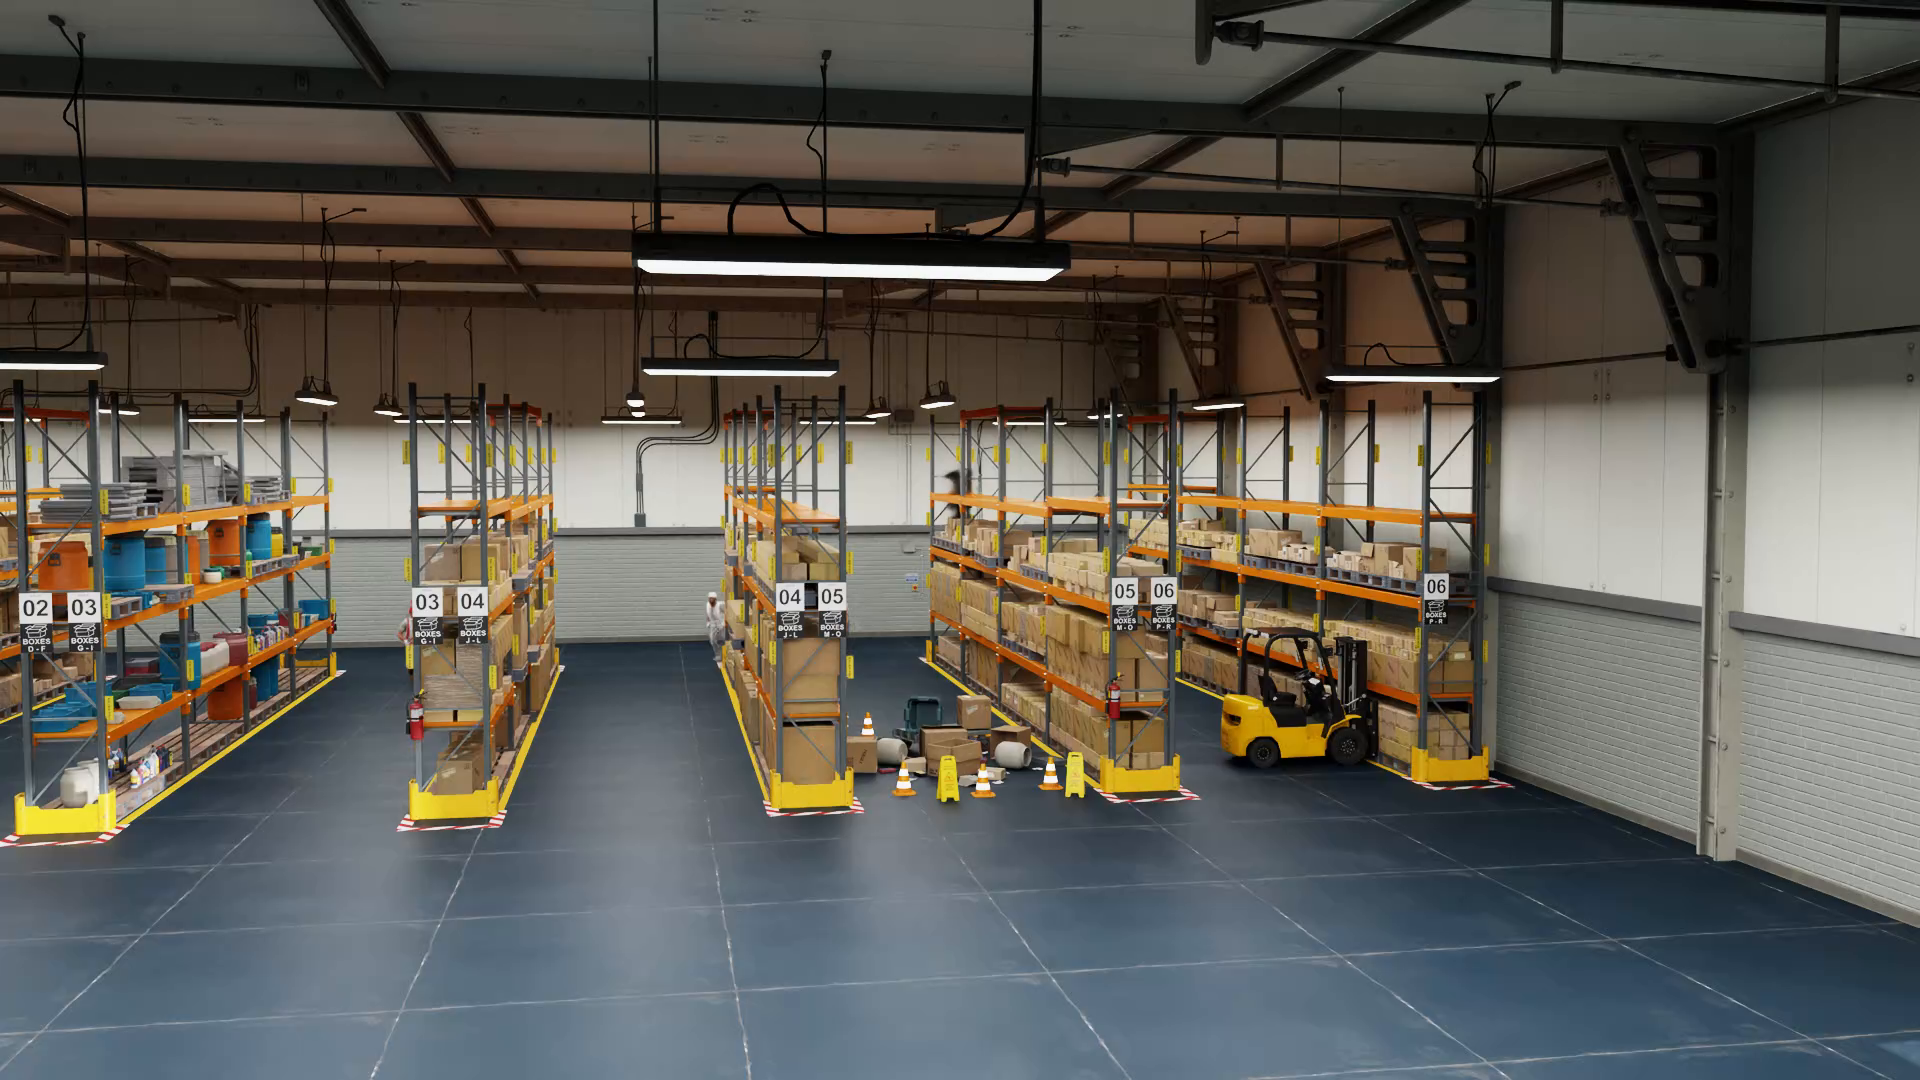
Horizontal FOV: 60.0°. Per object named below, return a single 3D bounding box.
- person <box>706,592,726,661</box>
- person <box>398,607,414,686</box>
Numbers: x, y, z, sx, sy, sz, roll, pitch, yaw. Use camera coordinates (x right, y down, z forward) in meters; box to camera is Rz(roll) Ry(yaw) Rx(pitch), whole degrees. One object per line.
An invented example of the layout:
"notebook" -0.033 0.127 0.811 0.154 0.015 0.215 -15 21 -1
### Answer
"person" -5.886 2.100 40.683 0.644 1.696 0.839 1 3 19
"person" -11.912 2.302 36.255 0.658 1.738 0.814 -1 3 -21
